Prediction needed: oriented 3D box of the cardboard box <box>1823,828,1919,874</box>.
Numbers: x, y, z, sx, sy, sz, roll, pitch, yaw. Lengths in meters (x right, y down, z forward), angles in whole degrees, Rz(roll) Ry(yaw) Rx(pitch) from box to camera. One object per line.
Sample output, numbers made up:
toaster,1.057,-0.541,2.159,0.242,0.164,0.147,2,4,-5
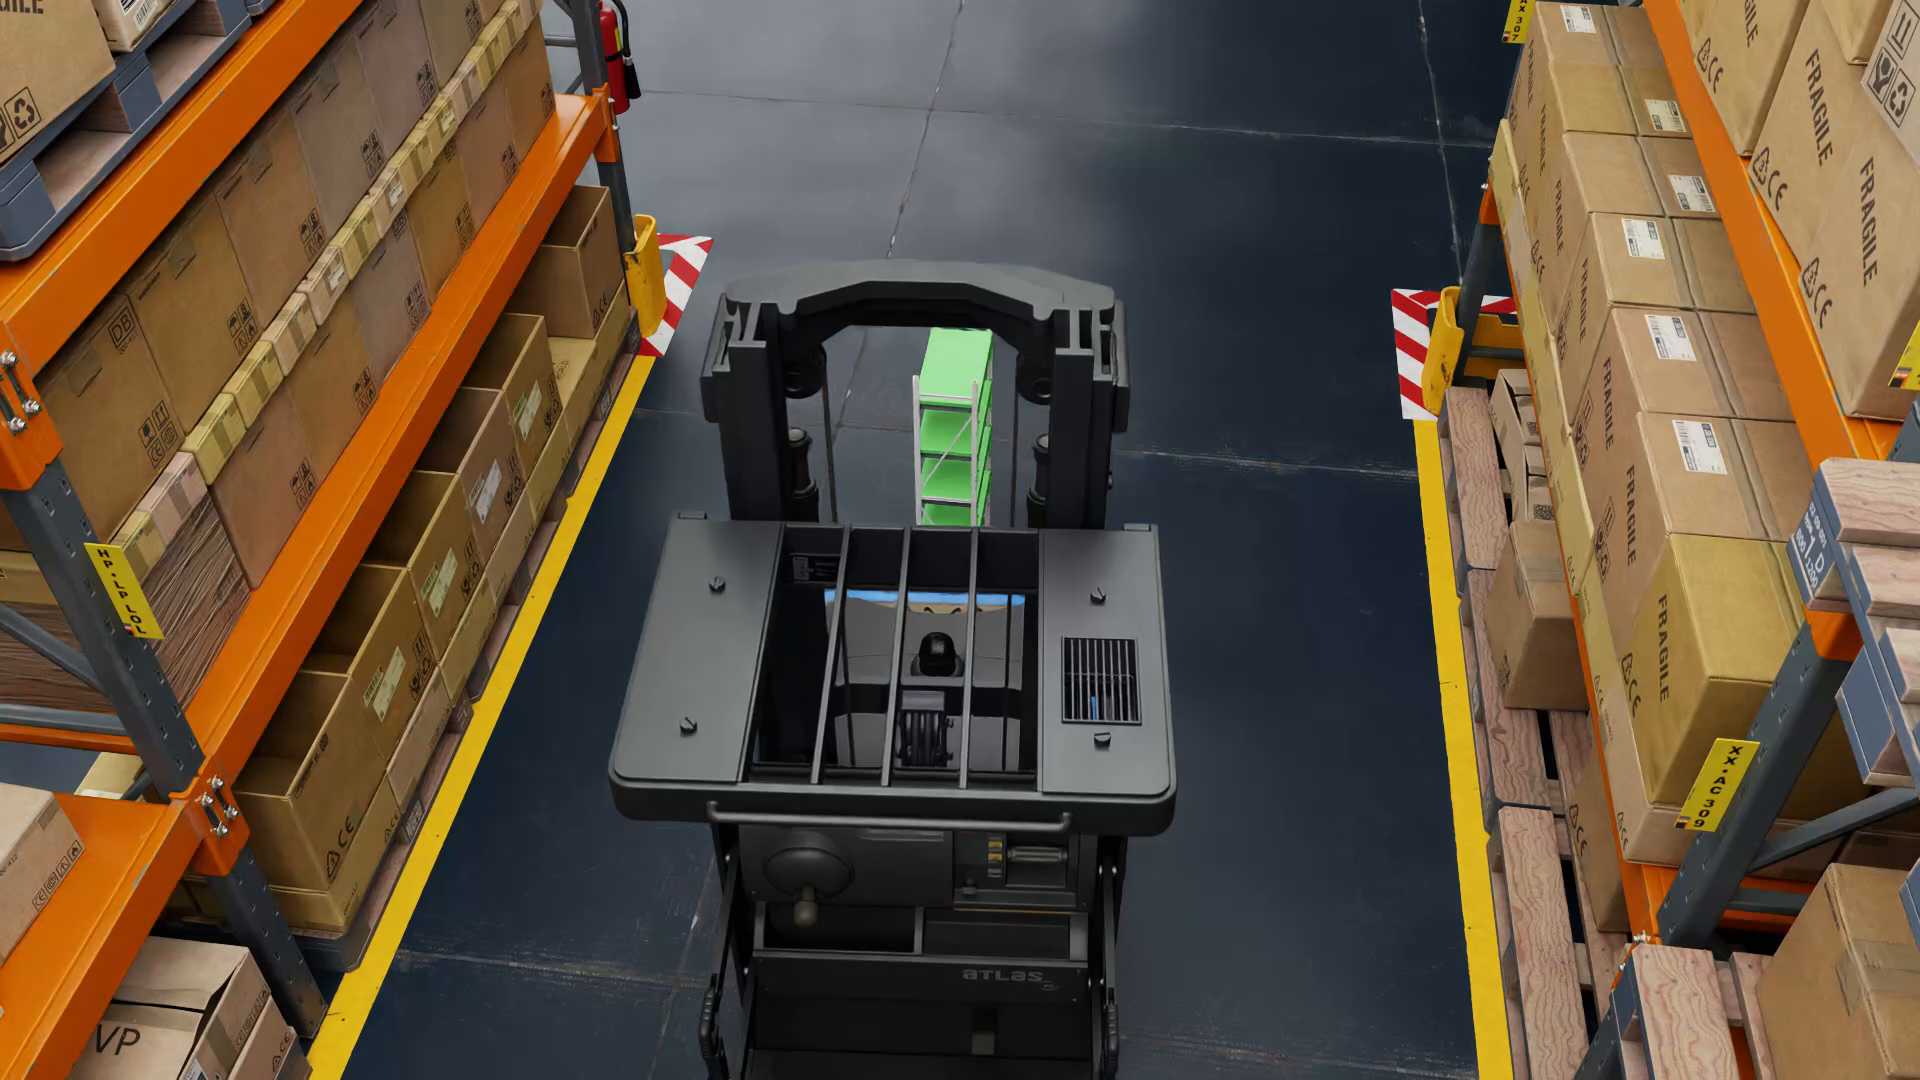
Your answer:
cardboard box,2.561,0.673,4.452,0.500,0.250,0.500,6,44,6

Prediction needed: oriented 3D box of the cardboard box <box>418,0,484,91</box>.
cardboard box,-2.241,-2.042,6.209,0.700,0.500,0.500,4,44,4

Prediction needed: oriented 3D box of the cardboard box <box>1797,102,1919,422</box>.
cardboard box,2.109,-0.574,3.406,0.500,0.500,0.500,6,44,7

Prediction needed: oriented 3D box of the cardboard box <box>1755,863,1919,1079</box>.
cardboard box,2.186,1.075,3.541,0.700,0.500,0.500,5,44,6

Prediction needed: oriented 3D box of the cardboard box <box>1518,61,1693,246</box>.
cardboard box,2.379,-1.390,6.086,0.500,0.500,0.500,5,44,6

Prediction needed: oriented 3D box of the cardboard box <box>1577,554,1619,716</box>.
cardboard box,2.123,0.285,4.862,0.500,0.250,0.500,5,44,6

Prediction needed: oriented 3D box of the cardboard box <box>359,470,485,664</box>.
cardboard box,-2.120,0.084,6.129,0.500,0.500,0.500,5,44,6

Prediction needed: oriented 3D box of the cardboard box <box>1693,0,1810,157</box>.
cardboard box,2.224,-1.297,4.169,0.500,0.500,0.500,4,44,4

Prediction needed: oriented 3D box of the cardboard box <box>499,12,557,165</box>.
cardboard box,-2.170,-1.966,7.072,0.700,0.500,0.500,5,44,6

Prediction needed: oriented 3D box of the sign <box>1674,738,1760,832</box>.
sign,1.748,0.569,3.838,0.100,0.325,0.005,5,44,6

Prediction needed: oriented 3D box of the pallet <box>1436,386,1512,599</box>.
pallet,2.663,-0.184,7.291,1.003,0.211,1.213,5,44,6

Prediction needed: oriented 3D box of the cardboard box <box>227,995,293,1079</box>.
cardboard box,-2.391,1.634,5.037,0.500,0.250,0.500,5,44,5

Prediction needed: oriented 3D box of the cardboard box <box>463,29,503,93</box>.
cardboard box,-2.024,-1.888,6.518,0.380,0.149,0.250,5,44,5

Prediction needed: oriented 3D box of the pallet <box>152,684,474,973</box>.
pallet,-2.477,0.954,6.089,1.003,0.211,1.213,5,44,6

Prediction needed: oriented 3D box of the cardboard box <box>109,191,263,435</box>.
cardboard box,-2.506,-0.676,4.765,0.700,0.500,0.500,5,44,5

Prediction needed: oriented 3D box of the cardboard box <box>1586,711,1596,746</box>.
cardboard box,2.518,0.714,6.067,0.380,0.149,0.250,2,43,2

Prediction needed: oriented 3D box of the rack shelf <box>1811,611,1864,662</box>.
rack shelf,2.022,1.462,1.866,1.077,0.370,4.000,5,44,6

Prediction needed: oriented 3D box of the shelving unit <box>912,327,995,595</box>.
shelving unit,-0.022,-0.323,6.718,0.258,1.200,0.503,5,44,6

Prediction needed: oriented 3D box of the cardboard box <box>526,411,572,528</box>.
cardboard box,-1.992,-0.326,7.107,0.500,0.250,0.500,5,44,6

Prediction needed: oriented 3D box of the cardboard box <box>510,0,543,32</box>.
cardboard box,-1.957,-2.241,6.890,0.380,0.149,0.250,5,44,5

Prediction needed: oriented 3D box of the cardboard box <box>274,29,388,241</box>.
cardboard box,-2.373,-1.357,5.485,0.700,0.500,0.500,5,44,6

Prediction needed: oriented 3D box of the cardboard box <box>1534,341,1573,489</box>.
cardboard box,2.239,-0.402,5.587,0.500,0.250,0.500,6,44,6

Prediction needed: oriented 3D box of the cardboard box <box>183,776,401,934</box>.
cardboard box,-2.262,1.037,5.668,0.500,0.250,0.500,5,44,6

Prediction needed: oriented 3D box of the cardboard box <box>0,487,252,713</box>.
cardboard box,-2.572,0.140,4.848,0.700,0.500,0.500,4,44,4

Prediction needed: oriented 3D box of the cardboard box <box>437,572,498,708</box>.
cardboard box,-2.120,0.356,6.387,0.500,0.250,0.500,5,44,6

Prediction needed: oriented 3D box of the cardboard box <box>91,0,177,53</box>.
cardboard box,-2.225,-1.468,4.095,0.500,0.311,0.500,3,44,3

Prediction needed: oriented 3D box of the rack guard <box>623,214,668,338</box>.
rack guard,-2.092,-1.355,8.318,1.175,0.500,0.348,5,44,6

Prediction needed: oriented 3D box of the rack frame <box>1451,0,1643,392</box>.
rack frame,2.816,-1.799,6.968,1.000,3.000,0.127,5,44,6

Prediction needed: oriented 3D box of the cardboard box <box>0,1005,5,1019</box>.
cardboard box,-2.558,1.144,3.958,0.396,0.266,0.258,4,44,4

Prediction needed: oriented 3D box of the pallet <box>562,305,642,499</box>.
pallet,-2.155,-0.709,7.845,1.003,0.211,1.213,5,44,6

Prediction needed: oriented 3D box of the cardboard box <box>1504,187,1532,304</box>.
cardboard box,2.382,-1.093,6.317,0.500,0.250,0.500,4,44,4

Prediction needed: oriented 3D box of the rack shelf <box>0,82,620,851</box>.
rack shelf,-2.360,-0.622,6.249,1.077,0.370,4.000,5,44,6

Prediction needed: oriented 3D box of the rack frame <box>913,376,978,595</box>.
rack frame,-0.054,-0.157,6.543,0.240,1.200,0.015,5,44,6

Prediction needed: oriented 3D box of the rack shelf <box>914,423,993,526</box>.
rack shelf,-0.022,-0.276,6.762,0.258,0.148,0.480,5,44,6

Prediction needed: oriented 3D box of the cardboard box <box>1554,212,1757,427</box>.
cardboard box,2.248,-0.686,5.342,0.500,0.500,0.500,6,44,7

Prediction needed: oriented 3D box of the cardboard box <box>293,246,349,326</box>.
cardboard box,-2.230,-0.837,5.407,0.380,0.149,0.250,4,44,4

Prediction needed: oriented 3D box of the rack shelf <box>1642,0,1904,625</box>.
rack shelf,2.551,-1.264,4.745,1.077,0.370,4.000,5,44,6

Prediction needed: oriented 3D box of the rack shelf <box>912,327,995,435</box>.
rack shelf,-0.022,-0.625,6.432,0.258,0.148,0.480,5,44,6

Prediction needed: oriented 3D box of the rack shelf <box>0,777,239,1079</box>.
rack shelf,-2.888,2.104,3.370,1.077,0.370,4.000,5,44,6

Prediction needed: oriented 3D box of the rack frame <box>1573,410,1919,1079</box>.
rack frame,2.287,0.927,4.089,1.000,3.000,0.127,5,44,6

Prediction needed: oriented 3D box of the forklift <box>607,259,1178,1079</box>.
forklift,-0.115,0.906,4.161,1.130,2.935,3.031,2,43,2

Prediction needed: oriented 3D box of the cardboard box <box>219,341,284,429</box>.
cardboard box,-2.298,-0.484,5.035,0.380,0.149,0.250,5,44,5

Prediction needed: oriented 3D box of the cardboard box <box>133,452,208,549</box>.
cardboard box,-2.363,-0.129,4.660,0.380,0.149,0.250,6,44,6

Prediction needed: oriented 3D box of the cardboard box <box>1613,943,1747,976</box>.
cardboard box,2.328,1.429,5.300,0.380,0.166,0.250,0,43,0

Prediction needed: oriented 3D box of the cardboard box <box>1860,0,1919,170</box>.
cardboard box,2.084,-0.935,3.060,0.500,0.500,0.500,2,43,2

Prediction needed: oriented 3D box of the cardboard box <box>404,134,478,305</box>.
cardboard box,-2.306,-1.270,6.337,0.700,0.500,0.500,6,44,6

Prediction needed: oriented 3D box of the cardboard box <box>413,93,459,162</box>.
cardboard box,-2.093,-1.538,6.148,0.380,0.149,0.250,6,44,7

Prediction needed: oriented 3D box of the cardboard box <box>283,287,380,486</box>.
cardboard box,-2.438,-0.562,5.589,0.700,0.500,0.500,6,44,6

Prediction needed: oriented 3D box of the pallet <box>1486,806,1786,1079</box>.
pallet,2.340,1.479,5.535,1.003,0.211,1.213,5,44,6

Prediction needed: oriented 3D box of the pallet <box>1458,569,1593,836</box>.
pallet,2.499,0.645,6.415,1.003,0.211,1.213,5,44,6

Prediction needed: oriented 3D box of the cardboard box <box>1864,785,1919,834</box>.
cardboard box,2.556,0.401,4.194,0.500,0.500,0.500,4,44,5

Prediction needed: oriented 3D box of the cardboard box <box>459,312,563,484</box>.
cardboard box,-1.989,-0.598,6.849,0.500,0.500,0.500,5,44,6

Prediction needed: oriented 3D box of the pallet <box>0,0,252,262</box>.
pallet,-2.537,-1.161,4.178,1.003,0.211,1.213,5,44,6

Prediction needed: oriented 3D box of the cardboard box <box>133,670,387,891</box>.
cardboard box,-2.252,0.765,5.409,0.500,0.500,0.500,5,44,6

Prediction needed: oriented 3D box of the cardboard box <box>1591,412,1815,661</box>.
cardboard box,2.103,0.011,4.606,0.500,0.500,0.500,5,44,5

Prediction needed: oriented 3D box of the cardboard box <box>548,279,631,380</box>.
cardboard box,-1.873,-1.008,7.828,0.500,0.250,0.500,5,44,6

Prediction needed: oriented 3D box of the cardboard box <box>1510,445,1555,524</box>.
cardboard box,2.559,-0.131,6.842,0.500,0.311,0.500,9,44,9

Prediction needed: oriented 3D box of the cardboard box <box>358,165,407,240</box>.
cardboard box,-2.160,-1.184,5.774,0.380,0.149,0.250,5,44,5

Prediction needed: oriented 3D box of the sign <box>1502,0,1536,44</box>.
sign,2.278,-2.163,6.723,0.100,0.325,0.005,5,44,6
